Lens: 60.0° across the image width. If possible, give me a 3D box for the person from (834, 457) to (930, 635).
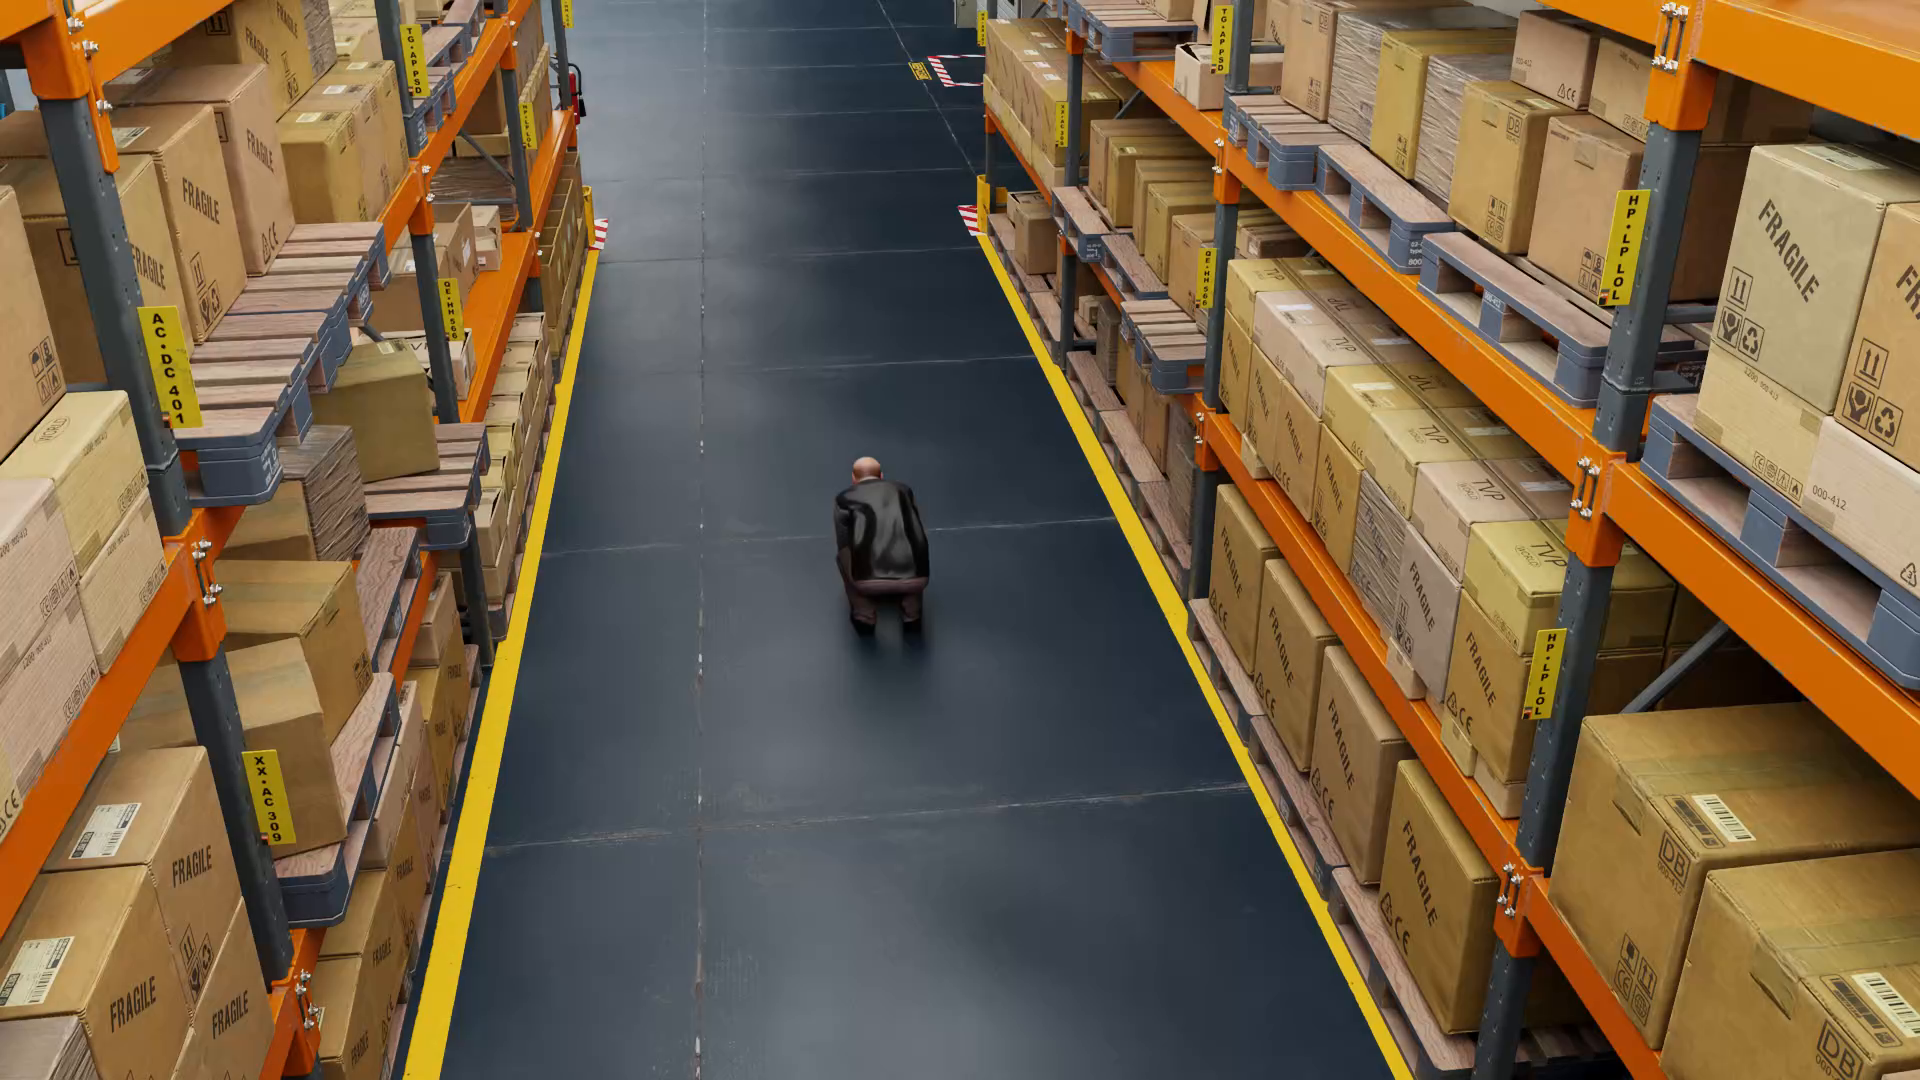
[{"bbox_3d":[-0.446,0.064,9.555,0.530,0.800,0.877,-4,27,-7],"label":"person"}]
